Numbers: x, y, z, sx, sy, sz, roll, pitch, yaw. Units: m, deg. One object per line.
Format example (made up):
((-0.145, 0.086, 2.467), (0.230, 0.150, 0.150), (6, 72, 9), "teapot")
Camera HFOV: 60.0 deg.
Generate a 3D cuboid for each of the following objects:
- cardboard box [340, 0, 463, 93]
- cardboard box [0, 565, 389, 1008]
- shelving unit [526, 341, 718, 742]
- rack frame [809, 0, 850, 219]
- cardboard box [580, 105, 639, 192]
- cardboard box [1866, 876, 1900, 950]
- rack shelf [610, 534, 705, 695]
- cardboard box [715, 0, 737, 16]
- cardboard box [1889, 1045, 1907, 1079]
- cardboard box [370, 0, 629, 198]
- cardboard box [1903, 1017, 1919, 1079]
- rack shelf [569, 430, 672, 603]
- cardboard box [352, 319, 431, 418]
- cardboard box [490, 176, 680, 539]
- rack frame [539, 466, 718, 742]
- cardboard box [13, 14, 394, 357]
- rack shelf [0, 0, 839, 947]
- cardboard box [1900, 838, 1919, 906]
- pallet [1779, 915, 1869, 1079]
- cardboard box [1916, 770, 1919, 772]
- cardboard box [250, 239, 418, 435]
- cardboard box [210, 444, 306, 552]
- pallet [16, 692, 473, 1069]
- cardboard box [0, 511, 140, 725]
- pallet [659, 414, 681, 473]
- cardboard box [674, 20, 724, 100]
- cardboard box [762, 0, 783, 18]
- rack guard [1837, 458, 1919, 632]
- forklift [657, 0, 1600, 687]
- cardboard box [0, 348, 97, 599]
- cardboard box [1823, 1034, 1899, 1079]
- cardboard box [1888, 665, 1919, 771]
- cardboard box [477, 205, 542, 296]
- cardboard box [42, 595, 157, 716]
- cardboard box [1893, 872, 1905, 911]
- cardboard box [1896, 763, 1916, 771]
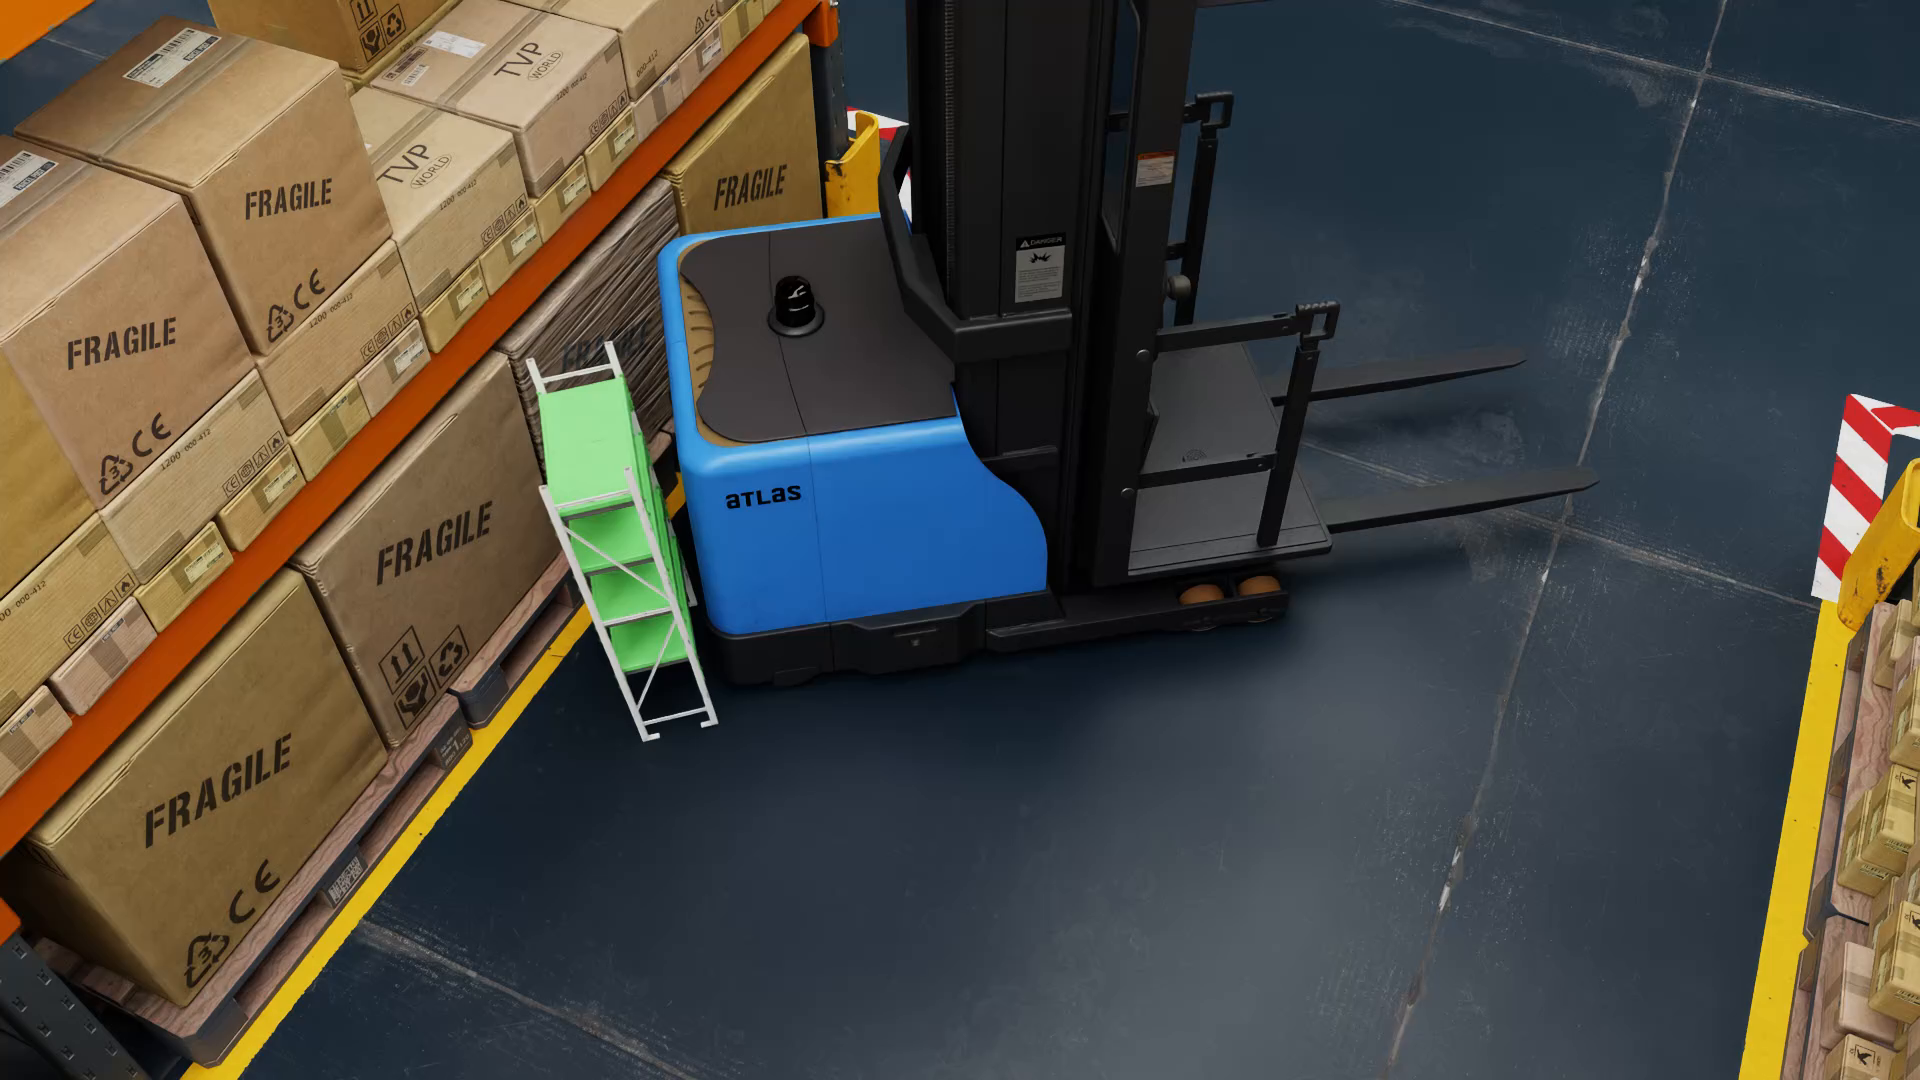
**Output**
((-1.791, -1.455, 4.921), (0.500, 0.250, 0.500), (18, 52, 15), "cardboard box")
((-2.262, 0.524, 4.454), (0.875, 0.875, 0.875), (20, 52, 16), "cardboard box")
((-0.981, 0.039, 4.917), (0.258, 1.200, 0.503), (-13, 51, -5), "shelving unit")
((-0.907, -2.355, 5.784), (1.000, 3.000, 0.127), (20, 52, 16), "rack frame")
((-1.197, -1.217, 4.981), (0.380, 0.149, 0.250), (19, 52, 15), "cardboard box")
((2.652, 1.100, 4.440), (0.380, 0.149, 0.250), (20, 52, 16), "cardboard box")
((-0.957, 0.231, 5.151), (0.258, 0.148, 0.480), (-13, 51, -5), "rack shelf")
((-0.874, -1.982, 5.370), (0.500, 0.250, 0.500), (19, 52, 16), "cardboard box")
((2.447, 1.403, 3.987), (0.380, 0.149, 0.250), (22, 53, 18), "cardboard box")
((-1.309, -1.283, 4.775), (0.500, 0.250, 0.500), (18, 52, 15), "cardboard box")
((2.438, 1.291, 3.887), (0.380, 0.149, 0.250), (20, 52, 16), "cardboard box")
((-0.994, -0.072, 4.781), (0.258, 0.148, 0.480), (-13, 51, -5), "rack shelf")
((-1.636, -0.507, 4.377), (0.380, 0.149, 0.250), (20, 53, 16), "cardboard box")
((-1.497, -0.709, 5.503), (0.875, 0.875, 0.875), (20, 52, 16), "cardboard box")
((-0.924, 0.220, 4.763), (0.240, 1.200, 0.015), (-13, 51, -5), "rack frame")
((-1.745, -0.834, 3.901), (0.500, 0.500, 0.500), (18, 52, 15), "cardboard box")
((-1.762, -0.744, 4.886), (1.077, 0.370, 4.000), (20, 52, 16), "rack shelf")
((2.612, 0.920, 4.203), (0.380, 0.149, 0.250), (22, 53, 17), "cardboard box")
((2.600, 1.670, 4.191), (1.003, 0.211, 1.213), (20, 52, 16), "pallet")
((2.885, 0.665, 4.615), (0.380, 0.149, 0.250), (20, 53, 17), "cardboard box")
((-1.746, -0.586, 4.182), (0.500, 0.250, 0.500), (21, 53, 17), "cardboard box")
((-1.854, -0.158, 4.080), (0.380, 0.149, 0.250), (18, 52, 15), "cardboard box")
((-2.221, 0.805, 4.926), (1.003, 0.211, 1.213), (20, 52, 16), "pallet")
((-2.179, 0.114, 3.587), (0.500, 0.250, 0.500), (19, 52, 15), "cardboard box")
((-1.178, -0.875, 6.356), (1.003, 0.211, 1.213), (20, 52, 16), "pallet")
((-0.980, -1.568, 5.280), (0.380, 0.149, 0.250), (20, 52, 16), "cardboard box")
((-0.762, -1.921, 5.580), (0.380, 0.149, 0.250), (21, 53, 17), "cardboard box")
((3.502, 0.191, 5.259), (1.175, 0.500, 0.348), (20, 52, 16), "rack guard")
((0.619, -1.039, 4.710), (3.031, 2.935, 1.130), (-8, 50, -7), "forklift")
((-2.180, -0.138, 3.308), (0.500, 0.500, 0.500), (20, 52, 16), "cardboard box")
((2.372, 1.443, 4.149), (0.380, 0.149, 0.250), (20, 52, 16), "cardboard box")
((2.770, 0.535, 4.531), (0.380, 0.149, 0.250), (20, 52, 16), "cardboard box")
((-1.415, -0.868, 4.684), (0.380, 0.149, 0.250), (21, 53, 17), "cardboard box")
((-2.077, 0.205, 3.771), (0.380, 0.149, 0.250), (18, 52, 15), "cardboard box")
((2.650, 1.020, 4.313), (0.380, 0.149, 0.250), (18, 52, 14), "cardboard box")
((2.883, 0.753, 4.736), (0.380, 0.149, 0.250), (20, 53, 16), "cardboard box")
